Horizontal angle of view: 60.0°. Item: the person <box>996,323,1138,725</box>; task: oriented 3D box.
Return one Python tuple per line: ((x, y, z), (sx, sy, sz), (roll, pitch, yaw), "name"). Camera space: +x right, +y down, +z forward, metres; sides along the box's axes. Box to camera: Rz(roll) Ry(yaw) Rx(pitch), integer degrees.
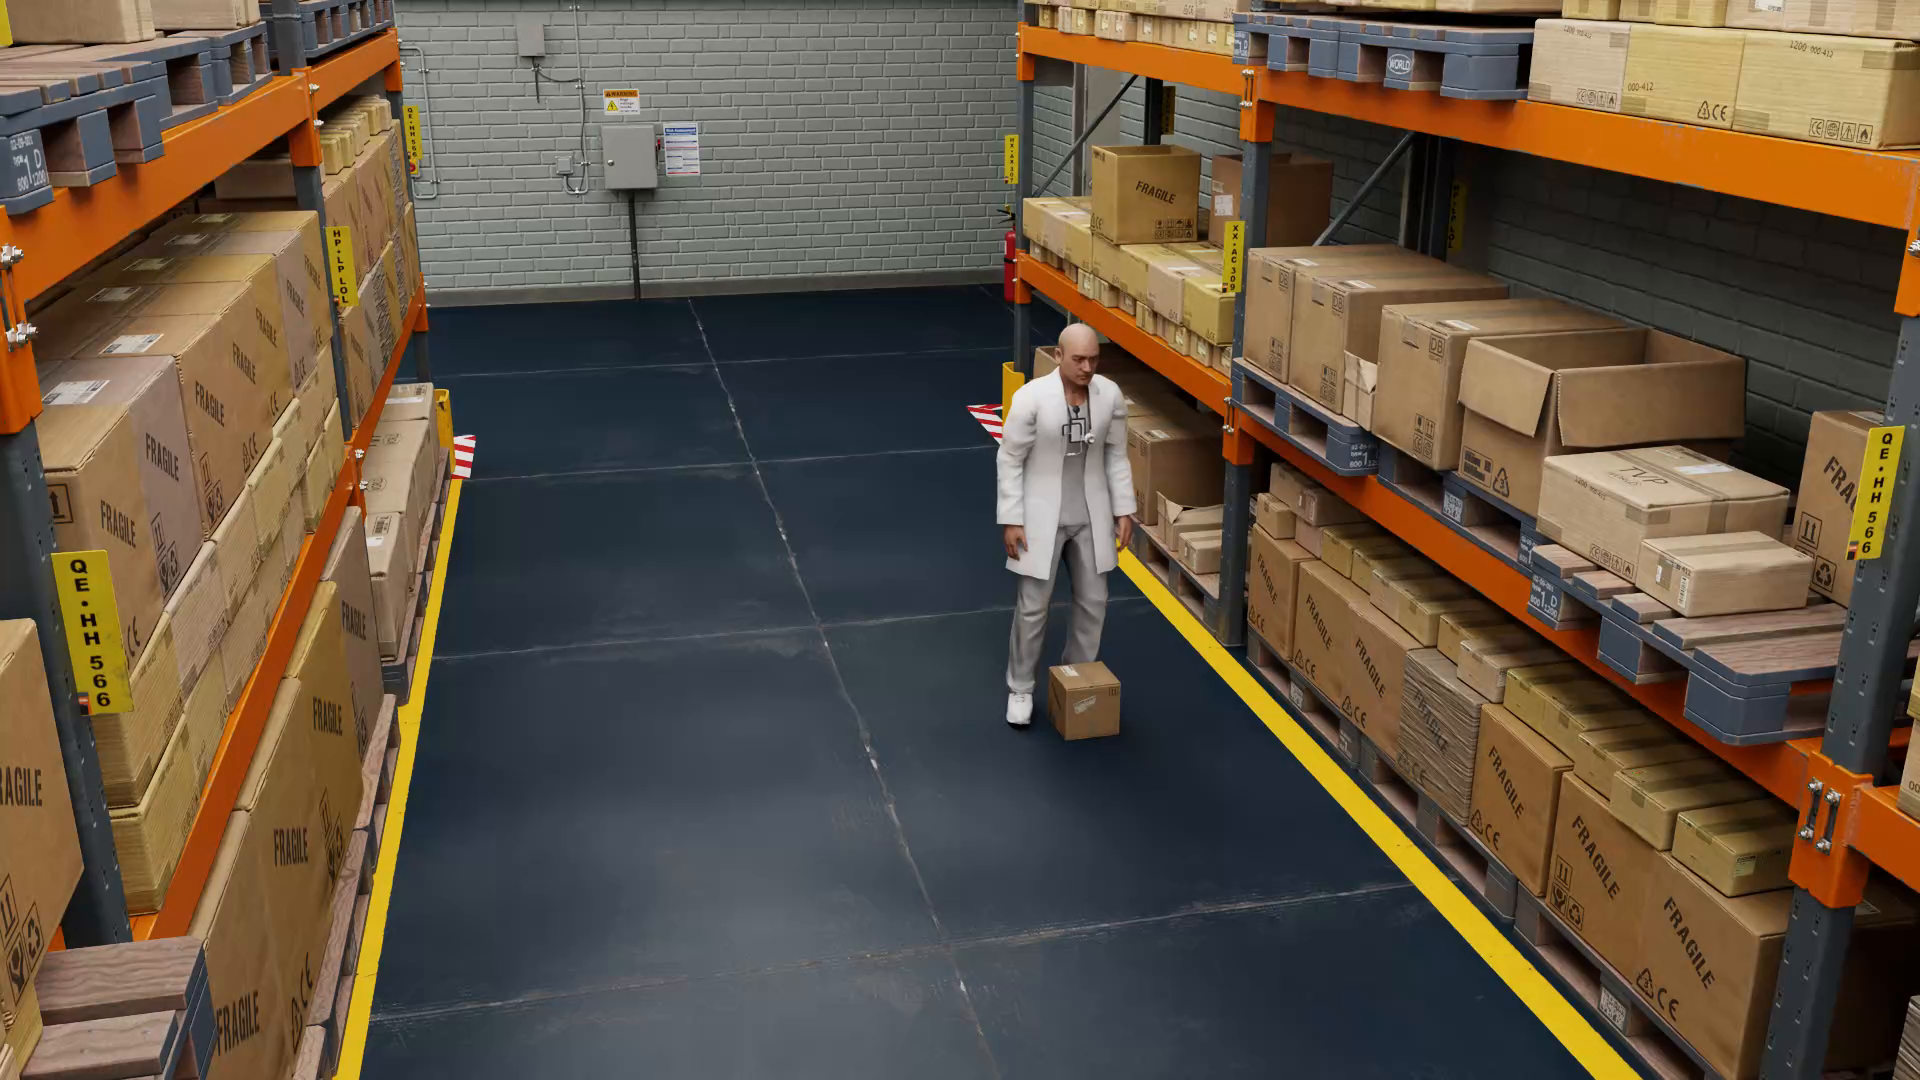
((0.470, -0.083, 7.328), (0.655, 1.775, 0.423), (-6, 20, -16), "person")
